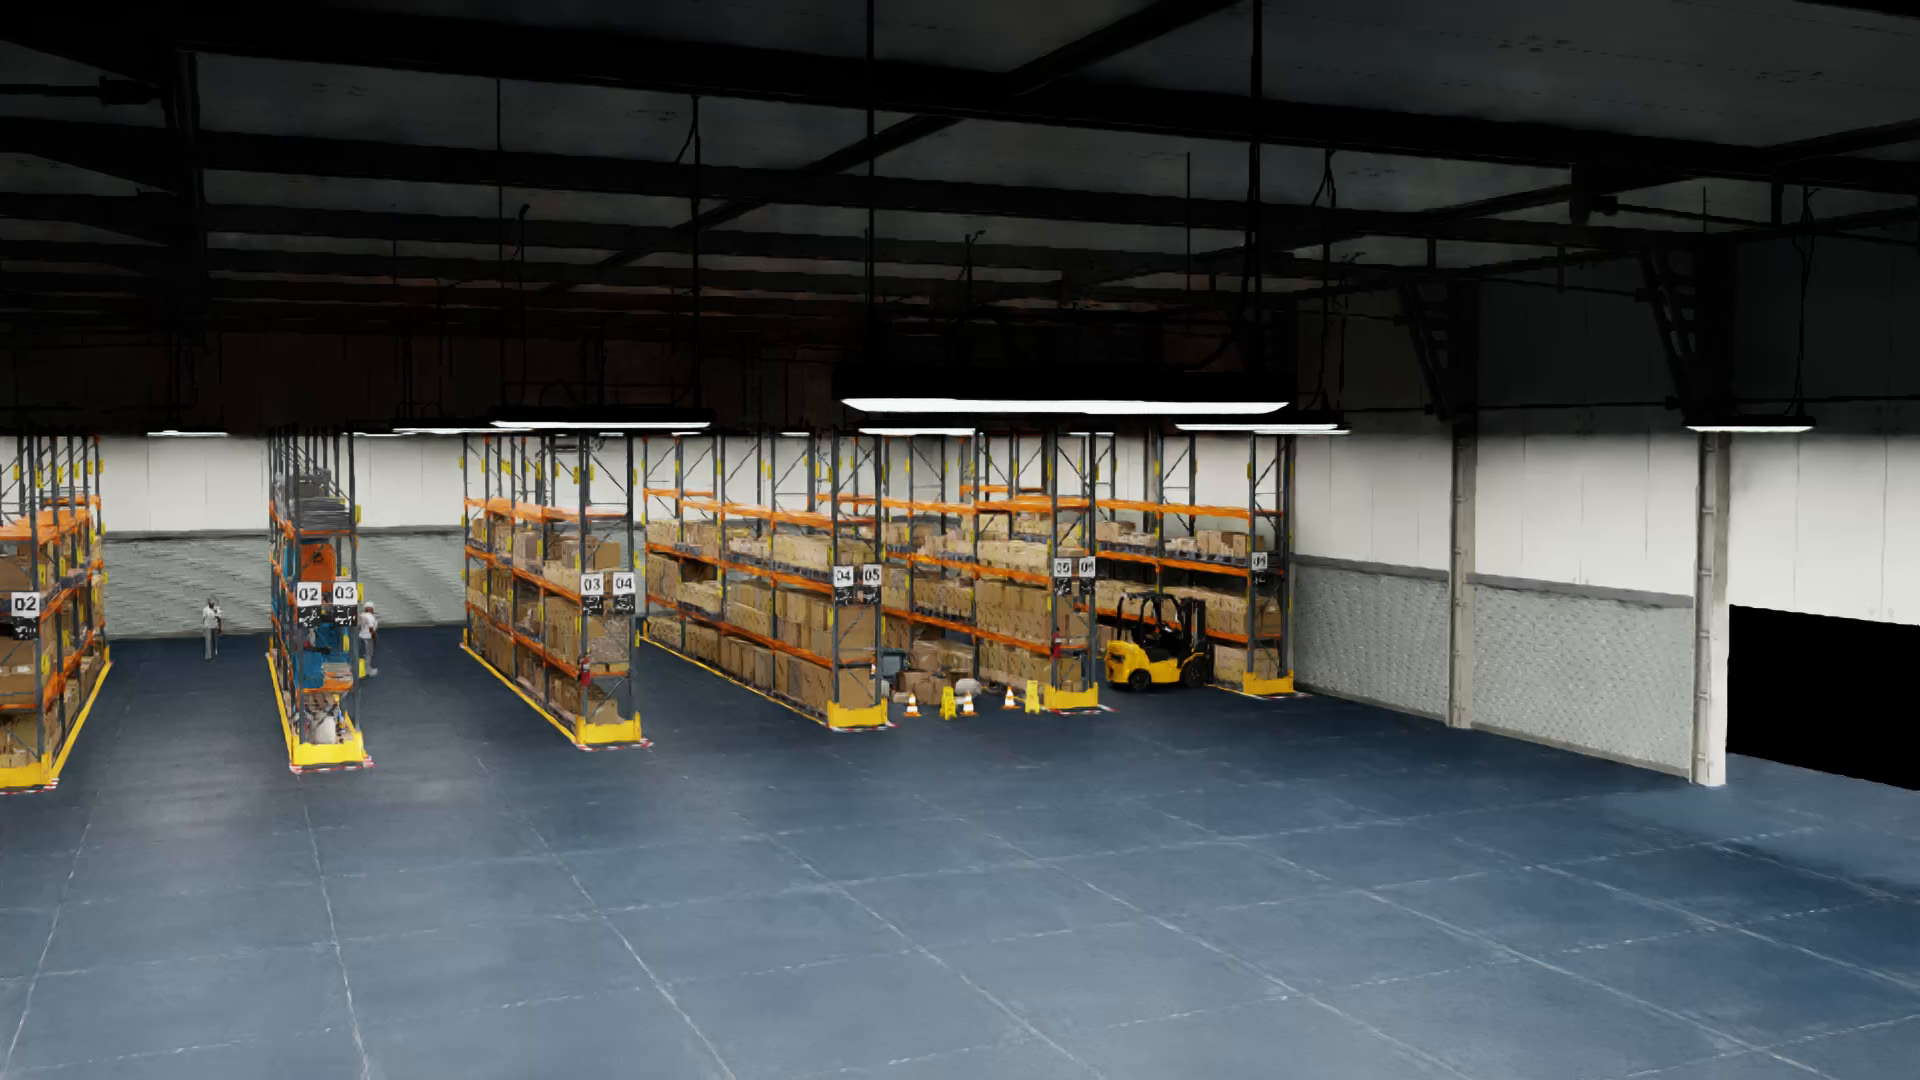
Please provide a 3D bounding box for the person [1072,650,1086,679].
[{"bbox_3d":[2.717,2.504,39.426,0.513,1.592,0.522,0,4,8],"label":"person"}]

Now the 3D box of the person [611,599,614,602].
[{"bbox_3d":[-9.188,2.099,45.224,0.678,1.741,0.546,-2,4,-26],"label":"person"}]

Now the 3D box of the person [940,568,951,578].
[{"bbox_3d":[-0.441,1.641,53.662,0.518,1.618,0.674,3,4,39],"label":"person"}]

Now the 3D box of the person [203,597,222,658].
[{"bbox_3d":[-19.511,2.260,43.395,0.445,1.590,1.081,-2,4,-26],"label":"person"}]

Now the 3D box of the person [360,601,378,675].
[{"bbox_3d":[-14.263,2.363,40.236,0.468,1.770,0.640,-3,5,-41],"label":"person"}]
